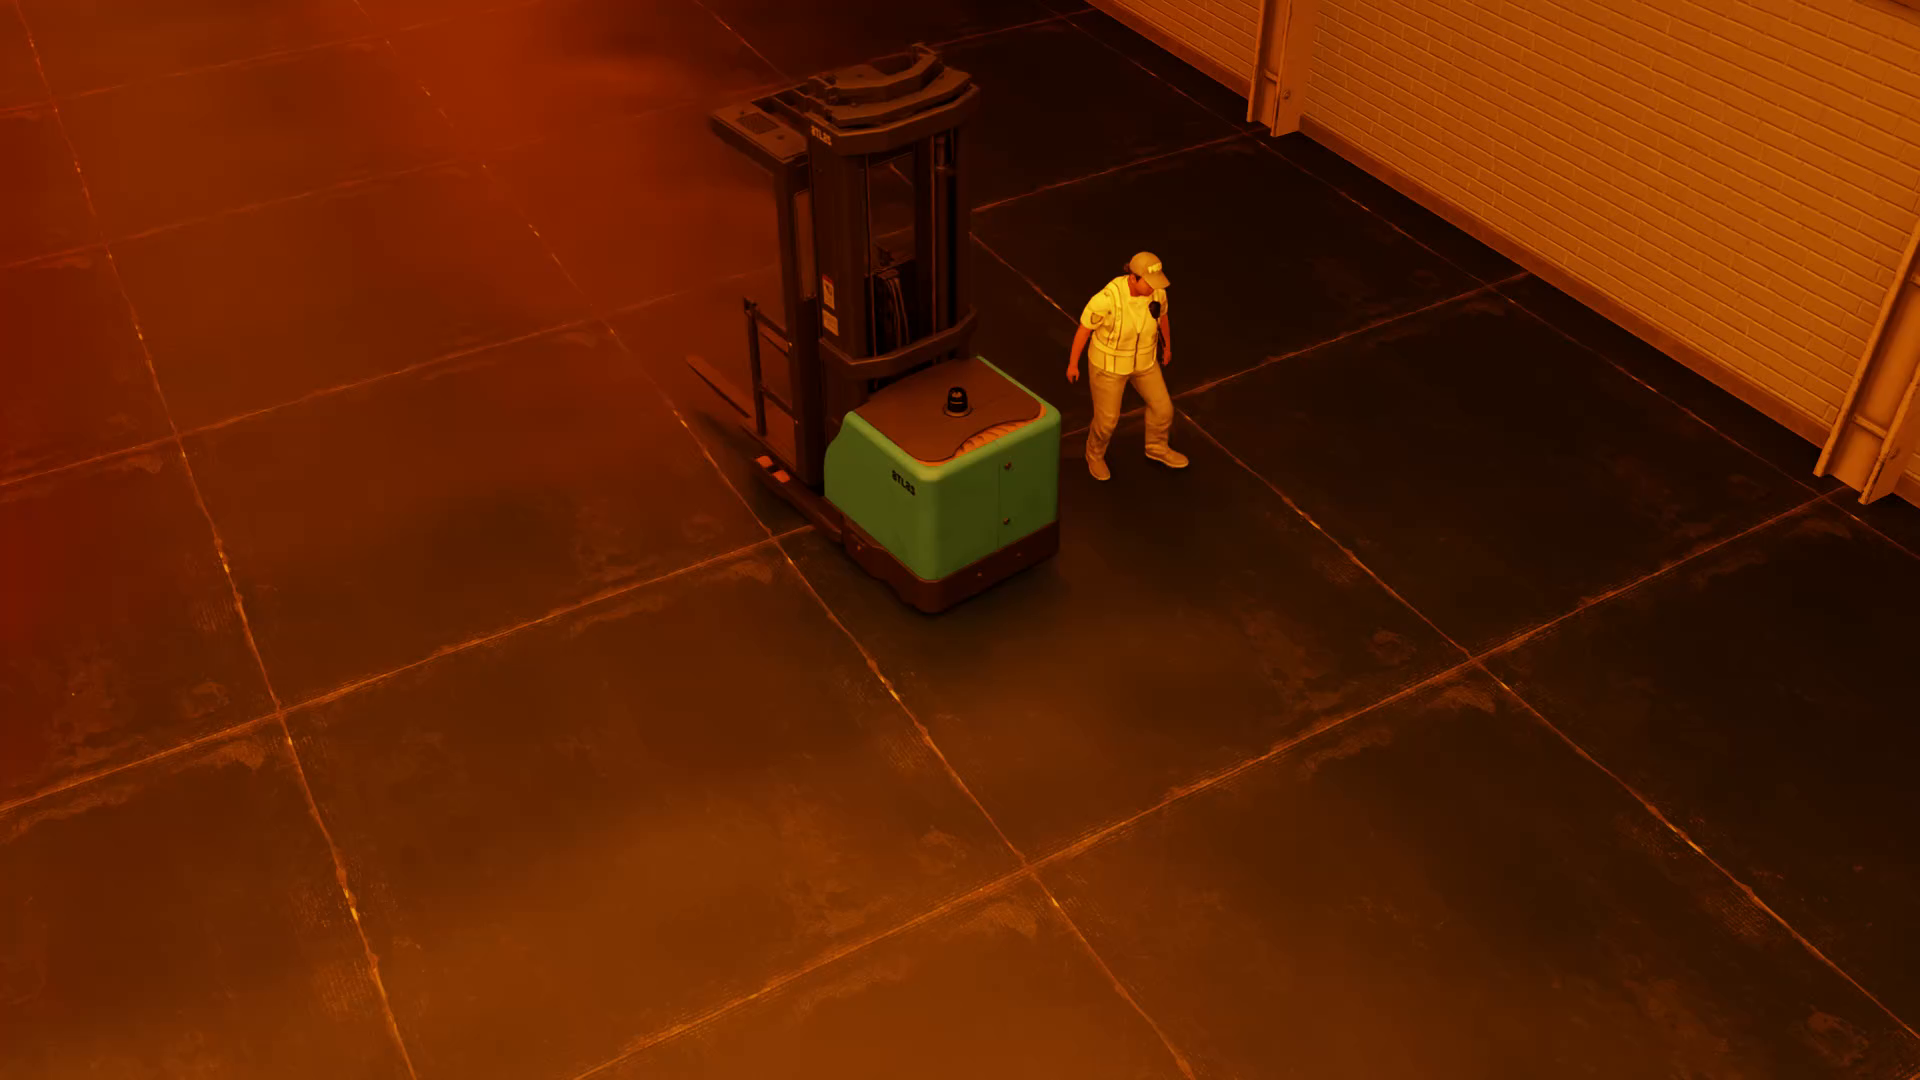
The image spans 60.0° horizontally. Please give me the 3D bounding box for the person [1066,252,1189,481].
[{"bbox_3d":[1.081,-1.097,10.387,0.811,1.637,0.468,-14,42,-16],"label":"person"}]

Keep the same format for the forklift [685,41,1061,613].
[{"bbox_3d":[-0.704,-1.585,9.947,1.130,2.935,3.031,-27,47,-28],"label":"forklift"}]
